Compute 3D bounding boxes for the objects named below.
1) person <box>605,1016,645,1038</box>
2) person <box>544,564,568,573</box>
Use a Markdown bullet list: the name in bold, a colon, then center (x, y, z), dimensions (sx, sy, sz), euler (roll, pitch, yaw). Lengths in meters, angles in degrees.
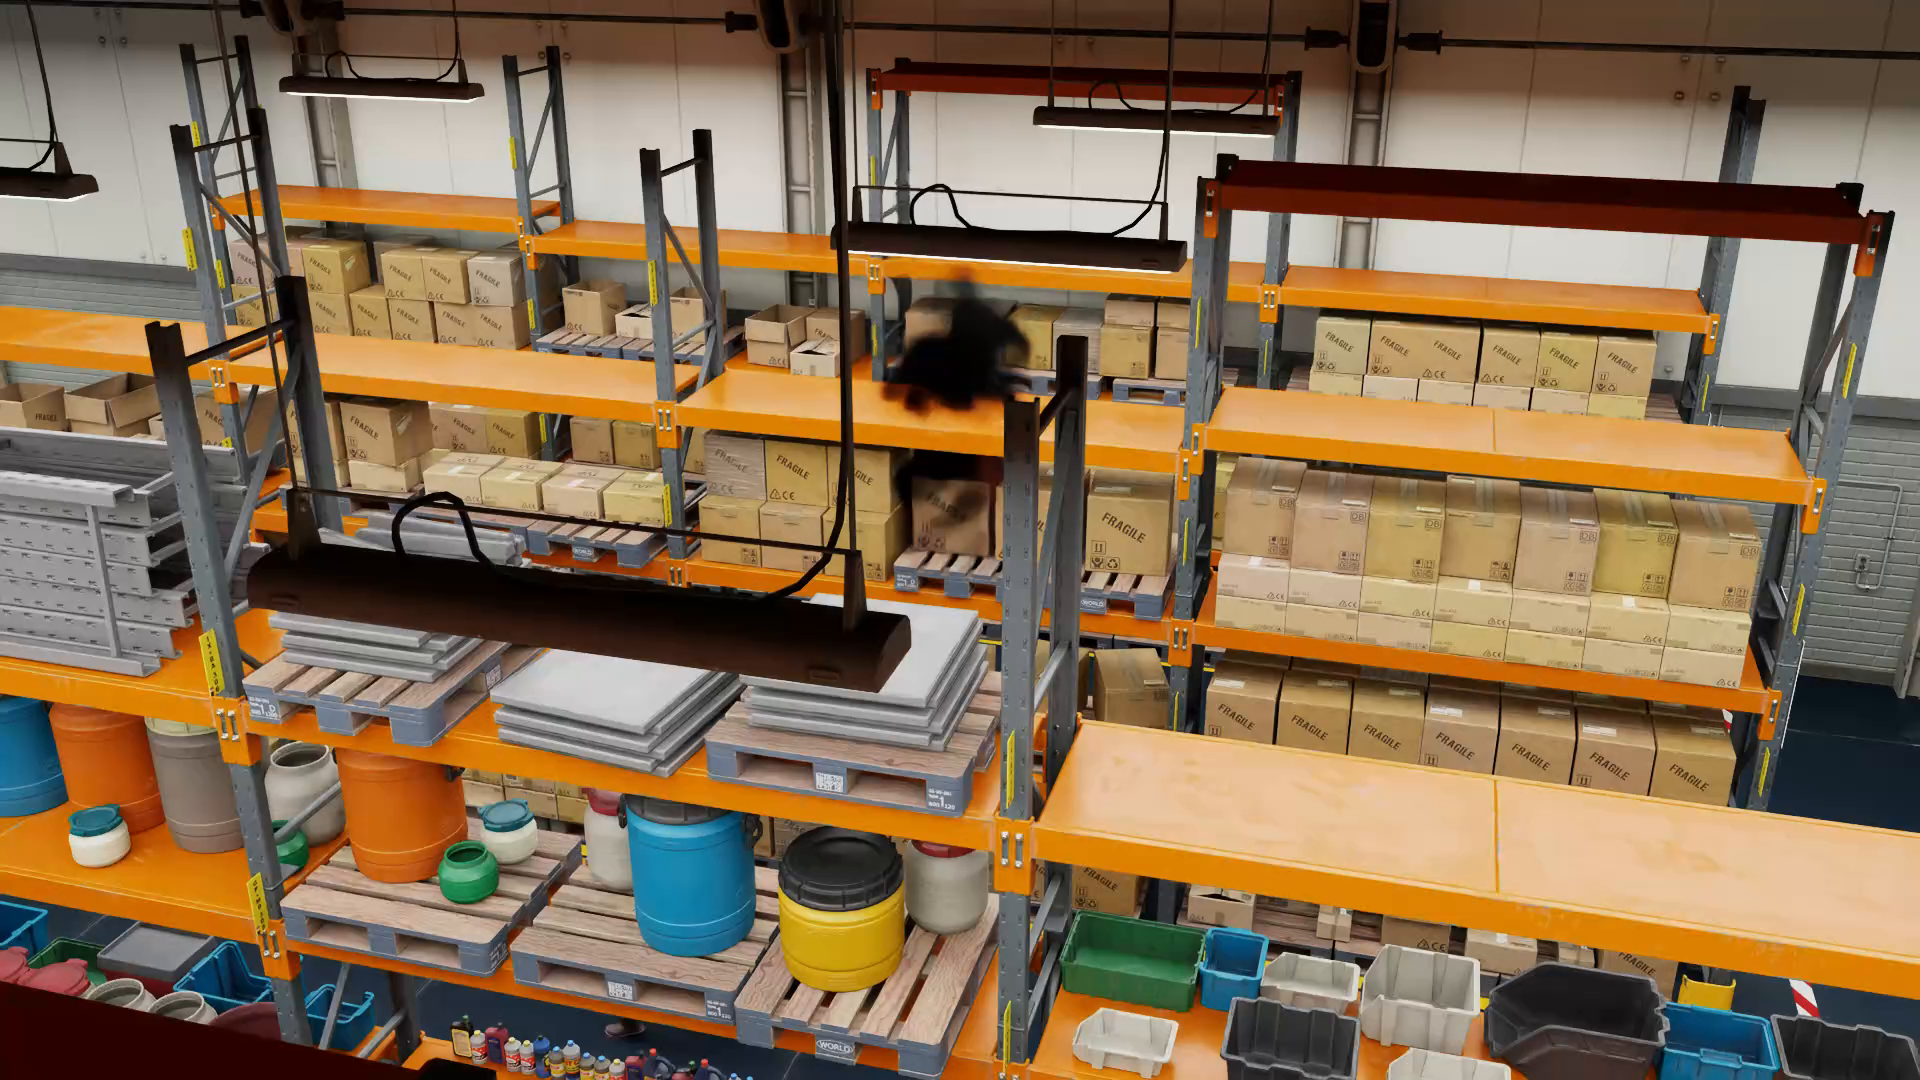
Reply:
- **person**: center (-2.295, 2.858, 11.820), dimensions (0.589, 1.616, 0.575), euler (0, 23, 0)
- **person**: center (-4.008, 0.803, 16.661), dimensions (0.853, 1.697, 0.582), euler (3, 23, 8)
